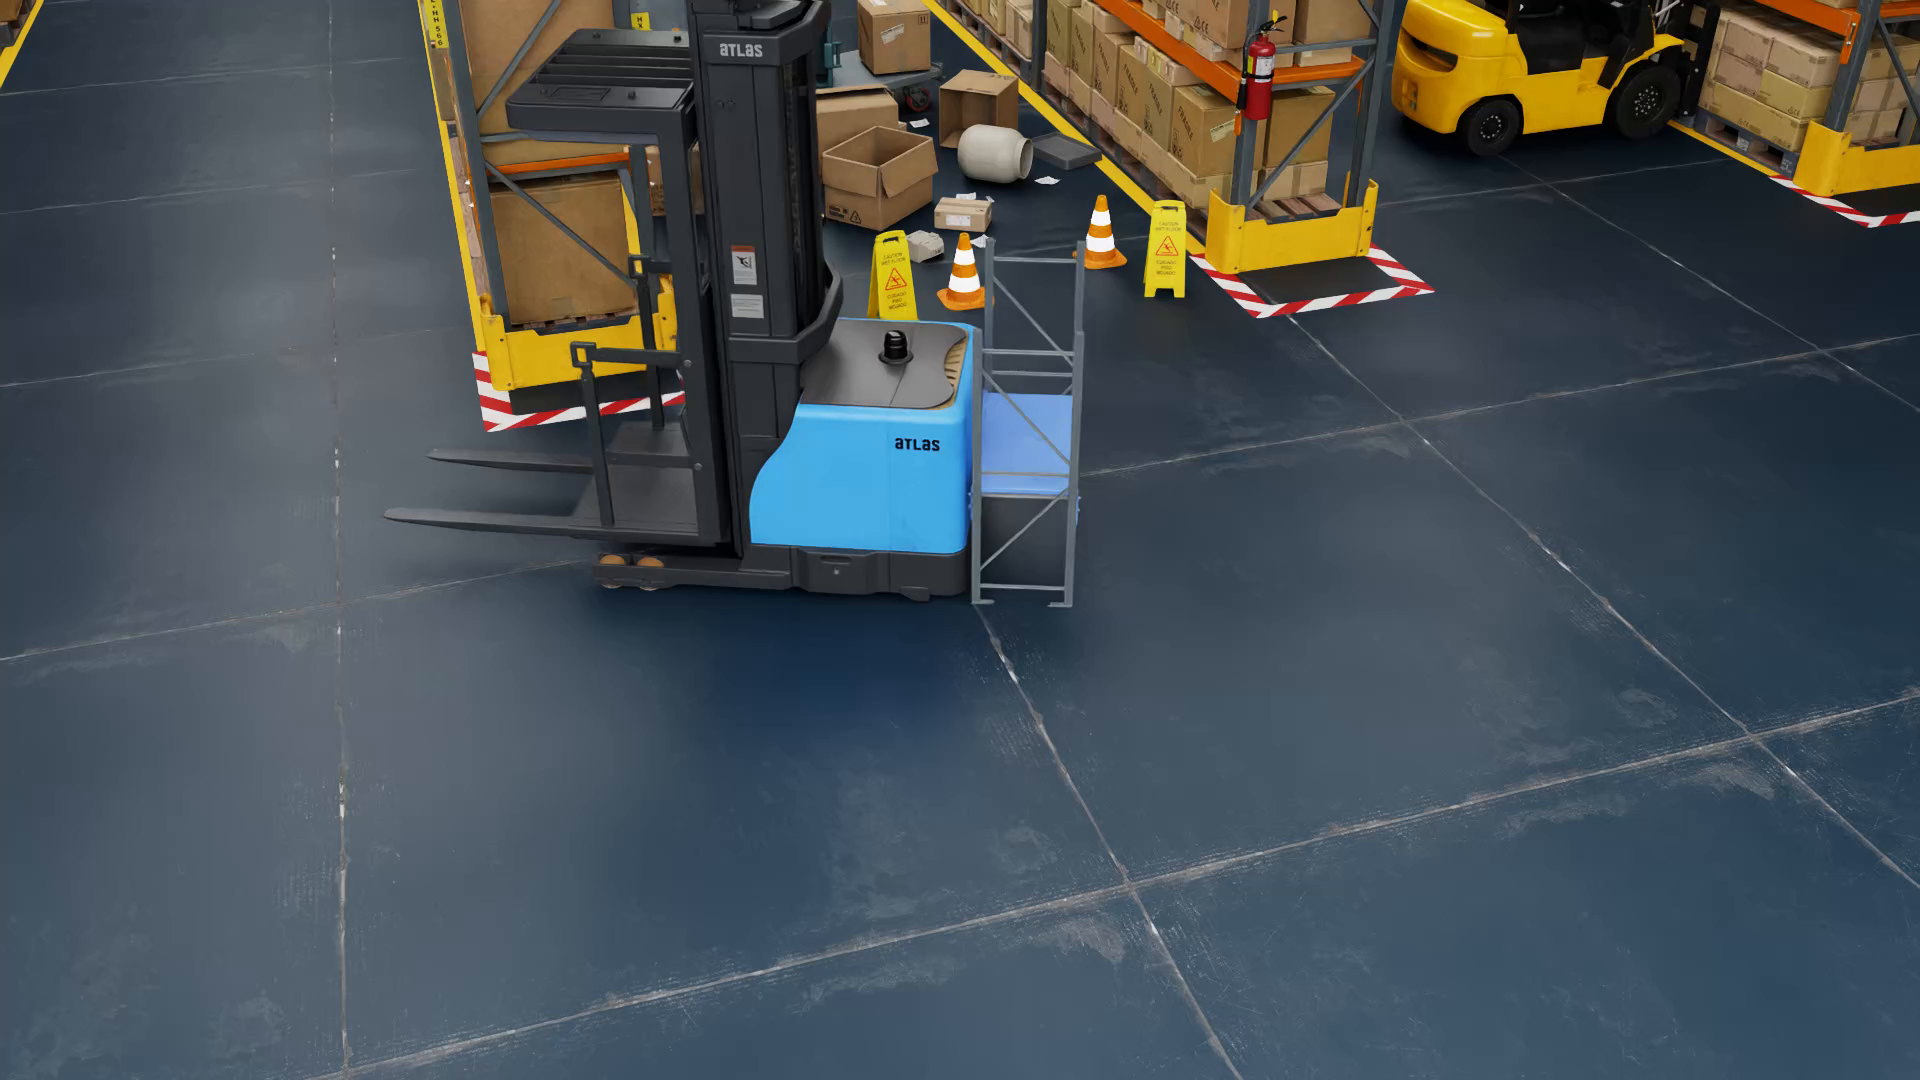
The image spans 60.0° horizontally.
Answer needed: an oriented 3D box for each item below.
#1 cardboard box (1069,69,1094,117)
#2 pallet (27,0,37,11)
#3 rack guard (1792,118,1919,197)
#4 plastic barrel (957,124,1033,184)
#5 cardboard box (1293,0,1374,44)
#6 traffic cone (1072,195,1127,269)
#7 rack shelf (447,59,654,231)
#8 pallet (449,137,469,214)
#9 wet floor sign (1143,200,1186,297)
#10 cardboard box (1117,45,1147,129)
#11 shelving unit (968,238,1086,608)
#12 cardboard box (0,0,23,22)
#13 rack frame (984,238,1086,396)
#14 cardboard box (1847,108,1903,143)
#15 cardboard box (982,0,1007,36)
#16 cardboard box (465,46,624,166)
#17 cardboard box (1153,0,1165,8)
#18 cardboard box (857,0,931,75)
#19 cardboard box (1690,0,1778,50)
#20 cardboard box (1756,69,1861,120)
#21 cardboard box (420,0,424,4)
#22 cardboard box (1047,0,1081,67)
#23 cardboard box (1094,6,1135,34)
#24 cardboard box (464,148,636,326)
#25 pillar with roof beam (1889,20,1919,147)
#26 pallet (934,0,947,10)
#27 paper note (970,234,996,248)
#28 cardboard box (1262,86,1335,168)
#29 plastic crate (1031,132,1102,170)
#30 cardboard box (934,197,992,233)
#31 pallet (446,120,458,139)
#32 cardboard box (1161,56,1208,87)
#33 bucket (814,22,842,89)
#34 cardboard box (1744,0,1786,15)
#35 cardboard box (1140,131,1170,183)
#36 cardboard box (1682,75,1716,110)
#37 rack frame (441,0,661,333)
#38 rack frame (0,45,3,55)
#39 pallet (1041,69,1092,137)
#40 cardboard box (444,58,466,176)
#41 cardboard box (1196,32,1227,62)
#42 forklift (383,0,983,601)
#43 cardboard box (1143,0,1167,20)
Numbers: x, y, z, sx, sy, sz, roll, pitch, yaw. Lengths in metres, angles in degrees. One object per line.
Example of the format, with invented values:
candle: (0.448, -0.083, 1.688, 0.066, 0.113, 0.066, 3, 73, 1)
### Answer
cardboard box: (1.222, -3.729, 13.786, 0.500, 0.250, 0.500, -8, 34, -12)
pallet: (-10.069, -5.671, 17.140, 1.003, 0.211, 1.213, -10, 35, -15)
rack guard: (7.079, -3.016, 12.860, 1.175, 0.500, 0.348, -10, 35, -15)
plastic barrel: (0.274, -2.989, 12.890, 0.512, 0.421, 0.421, 13, 36, 18)
cardboard box: (2.466, -3.696, 11.261, 0.500, 0.500, 0.500, -11, 35, -15)
traffic cone: (0.986, -2.185, 11.637, 0.336, 0.463, 0.334, -10, 35, -15)
rack shelf: (-2.947, -3.099, 11.371, 1.077, 0.370, 4.000, -10, 35, -15)
pallet: (-3.400, -2.873, 12.907, 1.003, 0.211, 1.213, -10, 35, -15)
wet floor sign: (1.385, -1.972, 11.150, 0.267, 0.644, 0.232, 1, 33, 2)
cardboard box: (1.544, -3.492, 12.746, 0.500, 0.500, 0.500, -11, 35, -16)
shelving unit: (0.342, -0.587, 8.277, 0.538, 1.500, 1.048, 2, 34, 3)
cardboard box: (-9.723, -5.423, 15.782, 1.225, 0.875, 0.875, -12, 35, -17)
rack frame: (0.376, -0.866, 8.701, 0.500, 1.500, 0.032, 2, 34, 3)
cardboard box: (7.108, -3.390, 13.272, 0.500, 0.250, 0.500, -10, 35, -15)
cardboard box: (0.741, -5.065, 15.697, 0.950, 0.372, 0.625, -8, 34, -12)
cardboard box: (-2.494, -2.599, 9.826, 0.875, 0.550, 0.550, -10, 35, -15)
cardboard box: (1.620, -4.166, 11.973, 0.500, 0.500, 0.500, -10, 35, -15)
cardboard box: (-0.560, -4.292, 14.106, 0.500, 0.500, 0.500, -10, 35, -15)
cardboard box: (6.310, -4.236, 13.646, 0.500, 0.250, 0.500, -10, 35, -14)
cardboard box: (6.626, -3.511, 13.002, 0.500, 0.250, 0.500, -10, 35, -15)
cardboard box: (-4.123, -4.504, 14.504, 1.050, 0.750, 0.750, -10, 35, -15)
cardboard box: (1.049, -4.320, 14.000, 0.500, 0.500, 0.500, -8, 34, -12)
cardboard box: (1.273, -4.105, 13.086, 0.380, 0.149, 0.250, -8, 34, -12)
cardboard box: (-2.607, -1.983, 10.576, 0.875, 0.875, 0.875, -10, 35, -14)
pillar with roof beam: (3.618, -6.367, 10.223, 9.100, 9.000, 0.400, -10, 35, -15)
pallet: (0.143, -5.861, 17.428, 1.003, 0.211, 1.213, -10, 35, -15)
paper note: (0.162, -2.157, 11.987, 0.148, 0.019, 0.142, -23, 40, -31)
cardboard box: (2.356, -3.058, 12.089, 0.500, 0.500, 0.500, -11, 35, -16)
plastic crate: (0.824, -3.154, 13.451, 0.402, 0.080, 0.583, -23, 40, -31)
cardboard box: (0.023, -2.393, 12.237, 0.380, 0.149, 0.250, 7, 34, 10)
pallet: (-3.864, -3.678, 14.125, 1.003, 0.211, 1.213, -10, 35, -15)
cardboard box: (1.677, -3.404, 12.025, 0.380, 0.149, 0.250, -9, 35, -13)
bucket: (-1.320, -4.034, 13.724, 0.726, 0.611, 0.620, 1, 23, 2)
cardboard box: (6.808, -4.327, 13.783, 0.500, 0.250, 0.500, -10, 35, -15)
cardboard box: (1.693, -2.915, 12.554, 0.500, 0.250, 0.500, -10, 35, -15)
cardboard box: (6.341, -3.820, 13.923, 0.500, 0.250, 0.500, -10, 35, -14)
rack frame: (-2.337, -2.349, 9.584, 1.000, 3.000, 0.127, -10, 35, -15)
rack frame: (-9.532, -5.768, 14.758, 1.000, 3.000, 0.127, -10, 35, -15)
pallet: (1.364, -3.824, 14.346, 1.003, 0.211, 1.213, -10, 35, -15)
cardboard box: (-3.432, -3.396, 12.715, 0.875, 0.875, 0.875, -9, 35, -14)
cardboard box: (1.845, -3.404, 11.409, 0.380, 0.149, 0.250, -10, 35, -15)
forklift: (-1.423, -1.254, 7.989, 3.031, 2.935, 1.130, 3, 34, 5)
cardboard box: (1.571, -3.950, 12.234, 0.380, 0.149, 0.250, -10, 35, -15)
